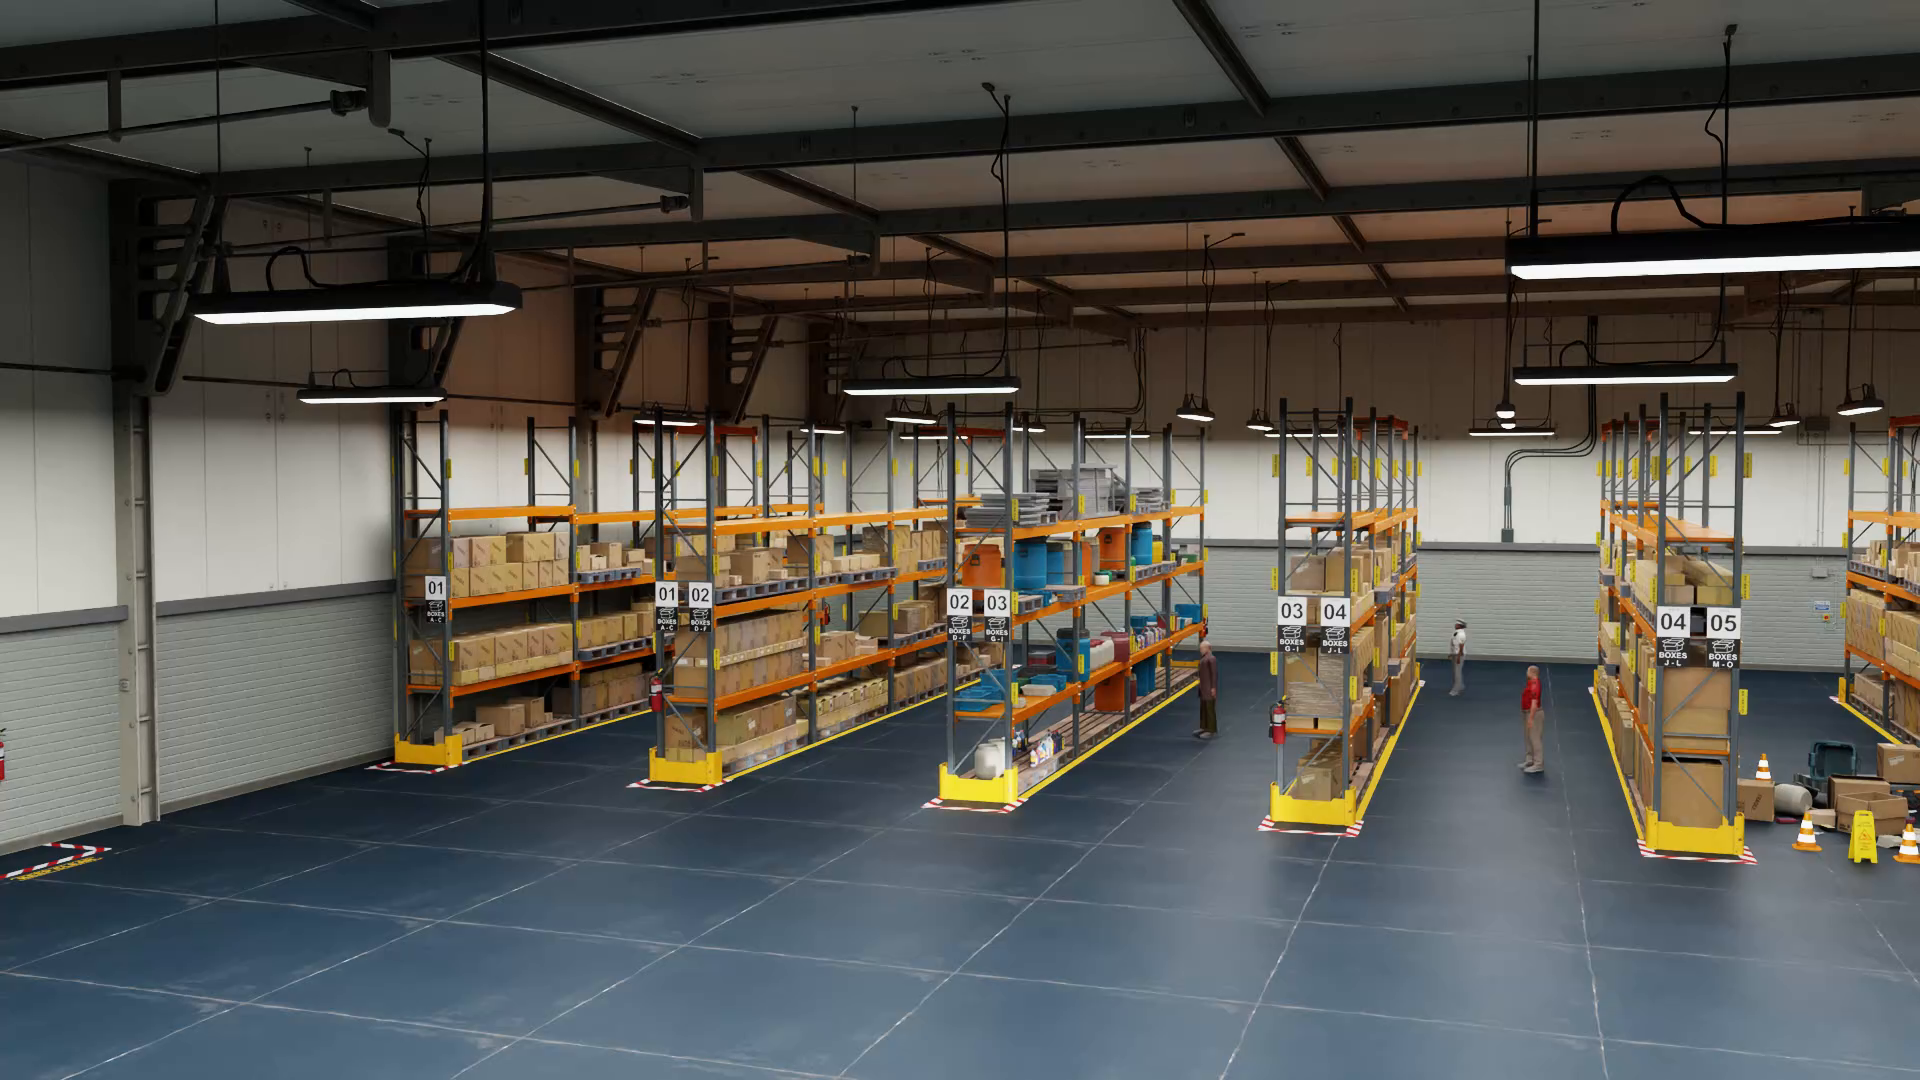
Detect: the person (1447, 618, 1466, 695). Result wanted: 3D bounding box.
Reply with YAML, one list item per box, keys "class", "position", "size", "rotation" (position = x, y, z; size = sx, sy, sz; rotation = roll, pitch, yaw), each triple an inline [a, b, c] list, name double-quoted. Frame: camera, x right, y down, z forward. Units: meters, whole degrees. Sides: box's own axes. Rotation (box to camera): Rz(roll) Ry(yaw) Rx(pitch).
- class: "person"
  position: [11.012, 2.589, 36.956]
  size: [0.548, 1.717, 0.476]
  rotation: [-1, 3, -15]

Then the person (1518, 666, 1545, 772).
- class: "person"
  position: [9.478, 2.946, 27.553]
  size: [0.401, 1.733, 0.578]
  rotation: [0, 2, 6]

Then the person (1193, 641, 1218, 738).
- class: "person"
  position: [4.585, 2.777, 31.079]
  size: [0.418, 1.779, 0.639]
  rotation: [0, 2, -7]
